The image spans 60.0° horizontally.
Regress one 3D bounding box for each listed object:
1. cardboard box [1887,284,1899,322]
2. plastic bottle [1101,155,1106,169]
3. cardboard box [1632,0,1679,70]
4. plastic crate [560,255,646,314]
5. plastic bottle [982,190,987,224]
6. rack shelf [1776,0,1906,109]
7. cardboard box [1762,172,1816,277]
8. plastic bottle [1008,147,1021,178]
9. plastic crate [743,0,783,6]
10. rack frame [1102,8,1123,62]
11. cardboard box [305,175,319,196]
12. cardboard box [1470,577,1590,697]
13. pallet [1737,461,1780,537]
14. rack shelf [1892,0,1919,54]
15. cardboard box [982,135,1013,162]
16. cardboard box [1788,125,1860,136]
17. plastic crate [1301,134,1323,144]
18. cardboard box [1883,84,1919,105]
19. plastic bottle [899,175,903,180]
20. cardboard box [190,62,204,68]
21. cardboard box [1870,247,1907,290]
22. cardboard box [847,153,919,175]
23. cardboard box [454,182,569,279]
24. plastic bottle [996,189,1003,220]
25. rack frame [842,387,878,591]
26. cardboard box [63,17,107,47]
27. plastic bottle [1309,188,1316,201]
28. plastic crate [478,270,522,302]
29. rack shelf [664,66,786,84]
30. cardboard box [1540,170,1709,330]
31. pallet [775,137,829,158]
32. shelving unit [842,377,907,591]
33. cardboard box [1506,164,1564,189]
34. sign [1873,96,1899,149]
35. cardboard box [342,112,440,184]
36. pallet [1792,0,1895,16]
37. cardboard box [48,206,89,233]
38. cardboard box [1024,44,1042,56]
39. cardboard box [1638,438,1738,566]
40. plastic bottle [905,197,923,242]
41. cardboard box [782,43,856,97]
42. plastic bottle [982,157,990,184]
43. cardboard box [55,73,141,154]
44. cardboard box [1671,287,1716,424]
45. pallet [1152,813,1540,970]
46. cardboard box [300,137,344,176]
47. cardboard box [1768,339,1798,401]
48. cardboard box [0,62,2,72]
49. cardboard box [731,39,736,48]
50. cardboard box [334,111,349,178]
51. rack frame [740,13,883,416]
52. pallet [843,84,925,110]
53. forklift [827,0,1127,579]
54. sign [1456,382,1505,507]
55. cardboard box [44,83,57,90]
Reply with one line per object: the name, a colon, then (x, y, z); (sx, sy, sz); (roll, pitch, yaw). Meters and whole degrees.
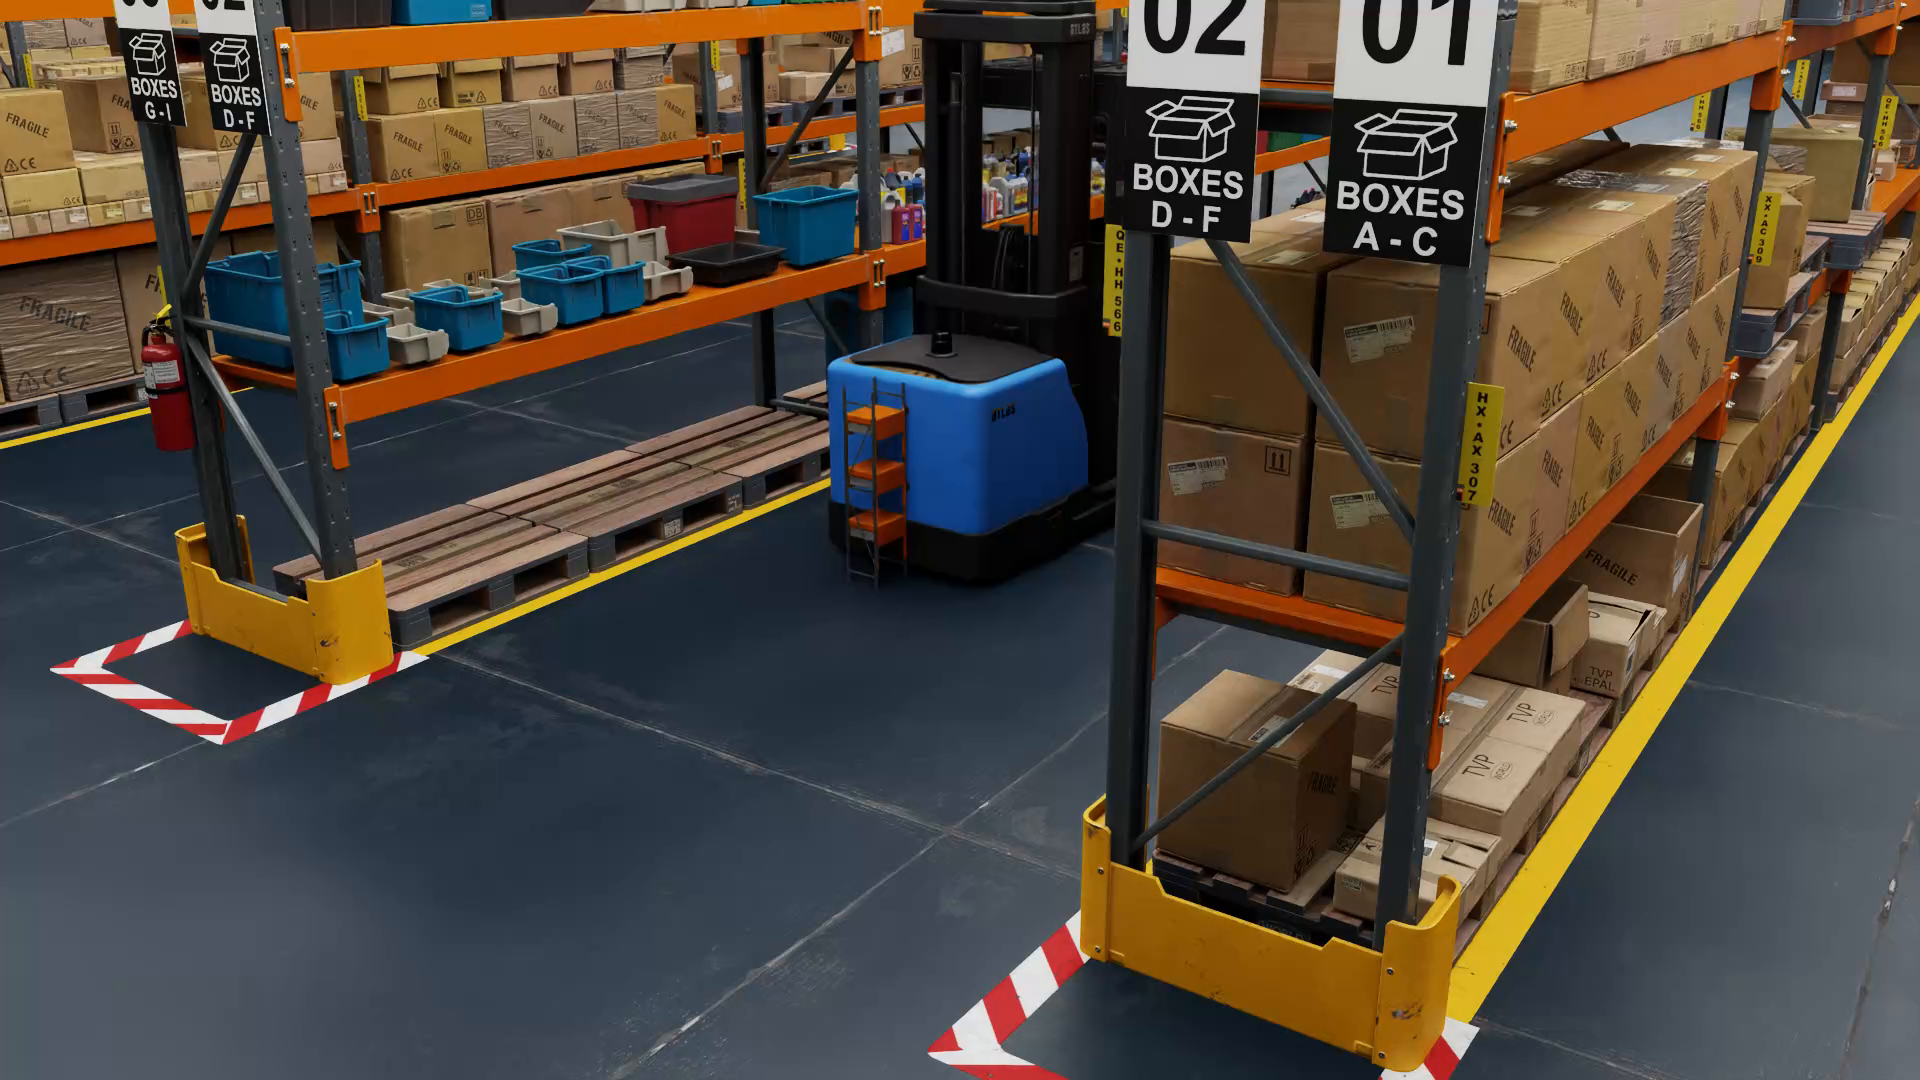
cardboard box: (7.380, -1.979, 13.650); (0.500, 0.250, 0.500); (13, 24, 31)
plastic bottle: (1.122, -2.800, 12.697); (0.097, 0.271, 0.097); (0, 20, 0)
cardboard box: (1.984, -1.668, 5.343); (0.500, 0.250, 0.500); (13, 24, 32)
plastic crate: (-1.861, -1.336, 8.709); (0.416, 0.233, 0.300); (13, 24, 32)
plastic bottle: (0.125, -2.286, 11.289); (0.061, 0.283, 0.133); (13, 24, 32)
rack shelf: (4.286, -2.740, 9.062); (1.077, 0.370, 4.000); (13, 24, 32)
cardboard box: (3.947, -1.643, 8.632); (0.700, 0.500, 0.500); (18, 27, 40)
plastic bottle: (0.432, -2.933, 13.040); (0.061, 0.283, 0.133); (13, 24, 32)
plastic crate: (-1.181, -3.069, 9.155); (0.416, 0.233, 0.300); (13, 24, 32)
rack frame: (1.717, -6.473, 22.440); (1.000, 3.000, 0.127); (13, 24, 32)
cardboard box: (-5.074, -2.686, 12.566); (0.380, 0.149, 0.250); (14, 24, 33)
cardboard box: (2.110, 0.408, 6.803); (0.797, 0.503, 0.637); (13, 24, 32)
pallet: (4.273, -0.381, 9.991); (1.003, 0.211, 1.213); (13, 24, 32)
rack shelf: (6.535, -3.888, 12.165); (1.077, 0.370, 4.000); (13, 24, 32)
cardboard box: (0.326, -4.816, 20.959); (0.500, 0.500, 0.500); (11, 23, 27)
cardboard box: (6.340, -2.776, 12.302); (0.500, 0.500, 0.500); (12, 23, 29)
plastic crate: (3.201, -3.975, 15.709); (0.392, 0.384, 0.575); (13, 24, 32)
cardboard box: (7.970, -3.783, 14.088); (0.380, 0.149, 0.250); (13, 24, 32)
plastic bottle: (-0.490, -2.431, 11.693); (0.152, 0.276, 0.135); (13, 24, 32)
cardboard box: (-7.747, -4.779, 16.759); (0.380, 0.149, 0.250); (14, 25, 34)
cardboard box: (7.381, -2.240, 13.546); (0.500, 0.311, 0.500); (14, 25, 33)
cardboard box: (-0.895, -4.187, 19.230); (0.700, 0.500, 0.500); (11, 23, 28)
cardboard box: (-4.184, -2.674, 14.628); (1.225, 0.875, 0.875); (12, 24, 30)
plastic bottle: (0.251, -2.323, 11.507); (0.097, 0.201, 0.097); (0, 20, 0)
rack frame: (-0.504, -0.250, 8.427); (0.200, 1.050, 0.008); (14, 25, 33)
cardboard box: (-11.051, -6.427, 20.730); (0.500, 0.500, 0.500); (13, 24, 30)
plastic bottle: (3.796, -3.619, 17.910); (0.144, 0.351, 0.185); (12, 23, 29)
plastic crate: (-2.410, -1.343, 8.867); (0.298, 0.136, 0.250); (13, 24, 32)
rack shelf: (-3.453, -6.558, 23.707); (1.077, 0.370, 4.000); (13, 24, 32)
cardboard box: (2.522, -1.125, 6.397); (0.500, 0.500, 0.500); (13, 24, 32)
pallet: (-2.713, -5.917, 24.956); (1.003, 0.211, 1.213); (13, 24, 32)
shelving unit: (-0.432, -0.284, 8.520); (0.215, 1.050, 0.252); (14, 25, 33)
cardboard box: (2.085, -1.237, 6.699); (0.500, 0.500, 0.500); (12, 24, 30)
sign: (5.864, -2.647, 10.543); (0.100, 0.325, 0.005); (13, 24, 32)
cardboard box: (-4.564, -3.160, 13.340); (0.500, 0.500, 0.500); (13, 24, 32)
pallet: (4.167, -2.887, 8.693); (1.213, 0.211, 1.003); (13, 24, 32)
cardboard box: (-6.084, -2.171, 11.173); (0.380, 0.149, 0.250); (13, 24, 31)
cardboard box: (0.595, -6.064, 20.761); (0.875, 0.500, 0.500); (13, 24, 32)
cardboard box: (3.635, -0.222, 8.510); (0.500, 0.500, 0.500); (12, 23, 29)
plastic bottle: (-0.299, -2.069, 10.704); (0.061, 0.283, 0.133); (13, 24, 32)
cardboard box: (-1.430, -5.055, 17.853); (0.797, 0.503, 0.637); (16, 26, 37)
plastic bottle: (0.134, -2.693, 12.293); (0.144, 0.351, 0.185); (13, 24, 32)
cardboard box: (-6.082, -3.073, 11.956); (0.500, 0.500, 0.500); (12, 24, 30)
cardboard box: (2.804, -0.802, 6.965); (0.500, 0.500, 0.500); (14, 25, 33)
pallet: (1.403, 1.108, 5.965); (1.003, 0.211, 1.213); (13, 24, 32)
cardboard box: (-5.060, -2.921, 12.626); (0.500, 0.250, 0.500); (13, 24, 31)
cardboard box: (4.479, -1.005, 9.545); (0.500, 0.250, 0.500); (13, 24, 31)
cardboard box: (-9.115, -4.494, 15.076); (0.500, 0.500, 0.500); (12, 24, 30)
cardboard box: (-3.473, -6.966, 23.557); (0.875, 0.550, 0.500); (13, 24, 32)
cardboard box: (-4.992, -3.264, 13.621); (0.500, 0.500, 0.500); (13, 24, 32)
rack frame: (-0.933, -2.064, 10.521); (1.000, 3.000, 0.127); (13, 24, 32)
pallet: (-1.082, -5.044, 18.855); (1.003, 0.211, 1.213); (13, 24, 32)
forklift: (0.558, -1.622, 9.426); (1.130, 2.935, 3.031); (14, 25, 33)
sign: (1.362, -0.249, 4.367); (0.100, 0.325, 0.005); (13, 24, 32)
cardboard box: (-8.473, -4.268, 15.808); (0.380, 0.149, 0.250); (14, 24, 33)
